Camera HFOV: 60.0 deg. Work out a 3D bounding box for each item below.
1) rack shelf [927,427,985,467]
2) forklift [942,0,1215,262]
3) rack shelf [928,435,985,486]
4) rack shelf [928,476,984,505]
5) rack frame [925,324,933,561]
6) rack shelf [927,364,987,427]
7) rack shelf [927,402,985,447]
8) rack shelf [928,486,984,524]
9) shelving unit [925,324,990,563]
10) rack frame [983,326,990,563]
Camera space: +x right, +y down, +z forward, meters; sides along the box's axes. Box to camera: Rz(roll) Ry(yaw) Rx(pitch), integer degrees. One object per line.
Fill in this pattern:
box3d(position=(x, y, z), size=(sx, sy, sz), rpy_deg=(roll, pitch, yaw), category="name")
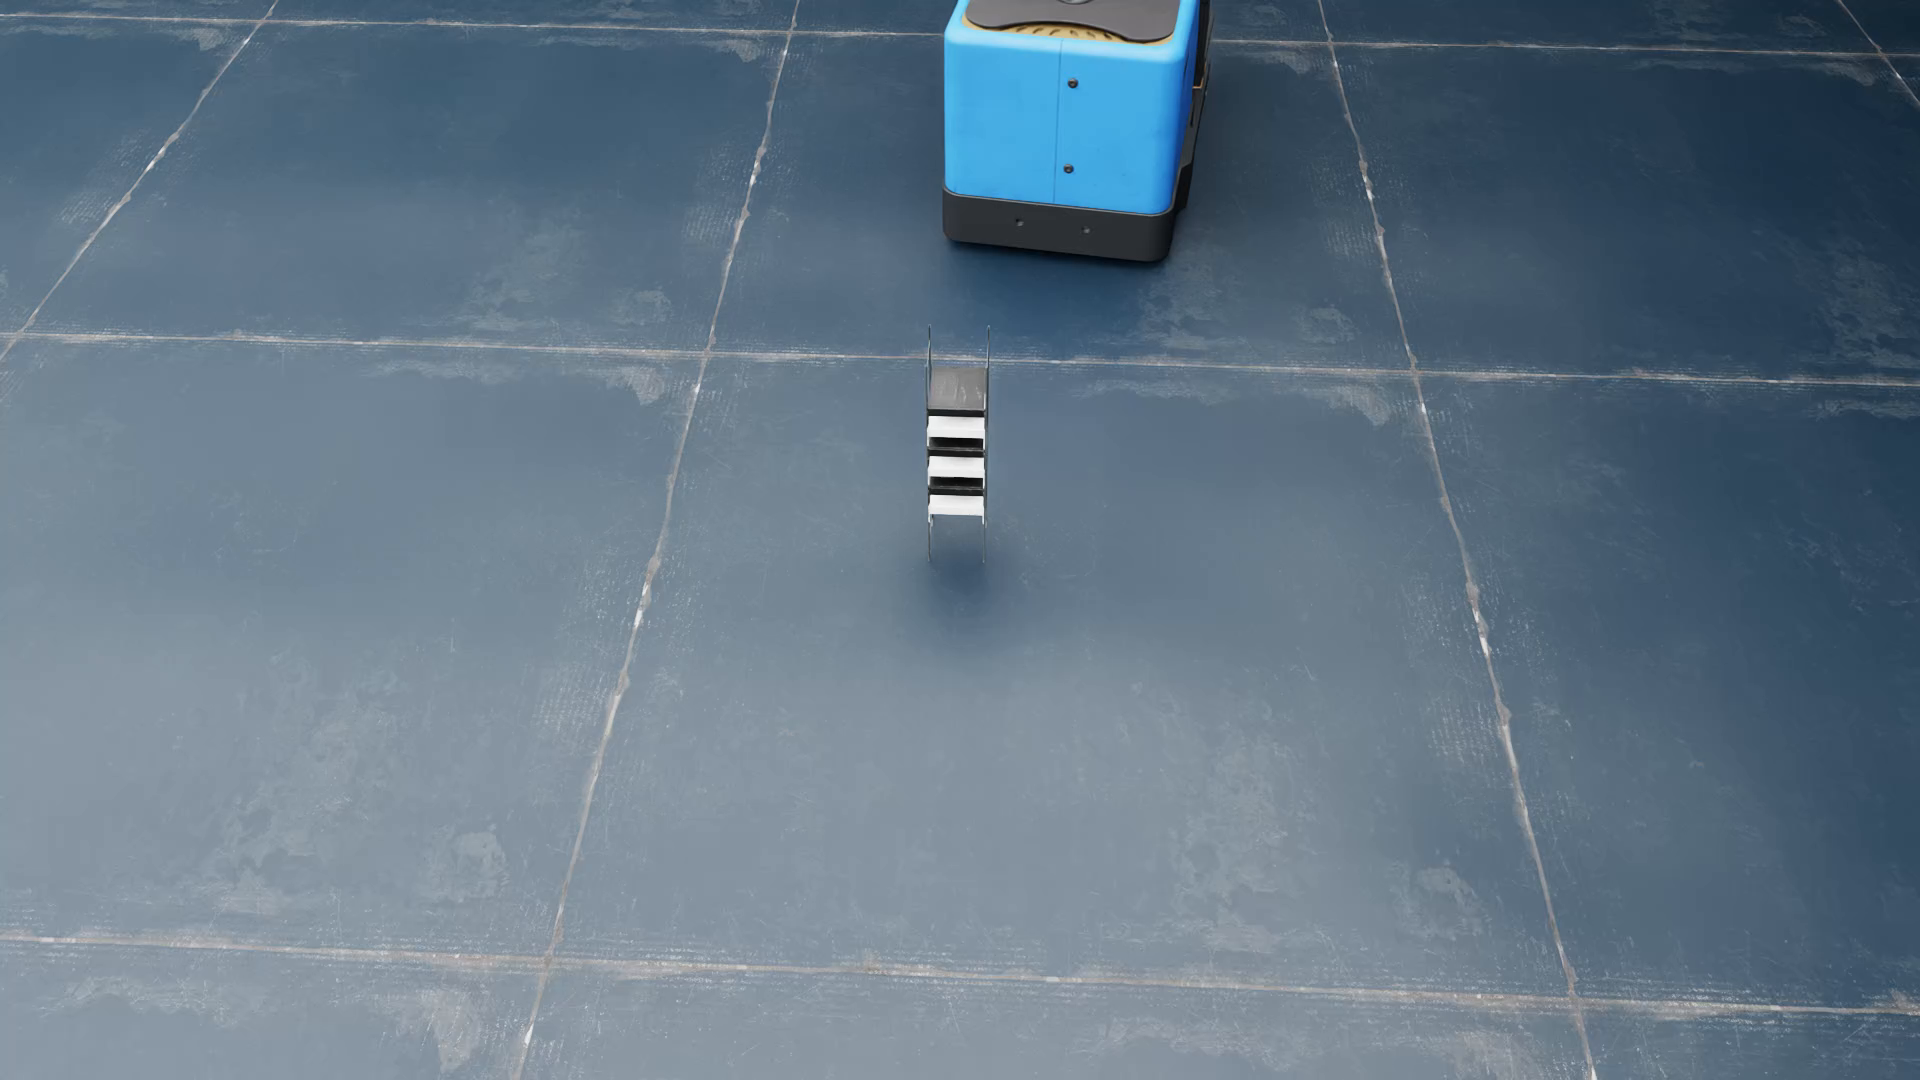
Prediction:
box3d(position=(-0.008, -0.371, 5.905), size=(0.200, 0.077, 0.258), rpy_deg=(2, 43, 2), category="rack shelf")
box3d(position=(0.711, -3.343, 7.688), size=(1.130, 2.935, 3.031), rpy_deg=(8, 44, 8), category="forklift")
box3d(position=(-0.008, -0.305, 5.966), size=(0.200, 0.077, 0.258), rpy_deg=(2, 43, 2), category="rack shelf")
box3d(position=(-0.008, -0.239, 6.028), size=(0.200, 0.077, 0.258), rpy_deg=(2, 43, 2), category="rack shelf")
box3d(position=(-0.110, -0.333, 5.947), size=(0.006, 0.900, 0.240), rpy_deg=(2, 43, 2), category="rack frame")
box3d(position=(-0.008, -0.503, 5.782), size=(0.200, 0.077, 0.258), rpy_deg=(2, 43, 2), category="rack shelf")
box3d(position=(-0.008, -0.437, 5.844), size=(0.200, 0.077, 0.258), rpy_deg=(2, 43, 2), category="rack shelf")
box3d(position=(-0.008, -0.173, 6.089), size=(0.200, 0.077, 0.258), rpy_deg=(2, 43, 2), category="rack shelf")
box3d(position=(-0.008, -0.330, 5.944), size=(0.210, 0.900, 0.258), rpy_deg=(2, 43, 2), category="shelving unit")
box3d(position=(0.093, -0.326, 5.940), size=(0.006, 0.900, 0.240), rpy_deg=(2, 43, 2), category="rack frame")
